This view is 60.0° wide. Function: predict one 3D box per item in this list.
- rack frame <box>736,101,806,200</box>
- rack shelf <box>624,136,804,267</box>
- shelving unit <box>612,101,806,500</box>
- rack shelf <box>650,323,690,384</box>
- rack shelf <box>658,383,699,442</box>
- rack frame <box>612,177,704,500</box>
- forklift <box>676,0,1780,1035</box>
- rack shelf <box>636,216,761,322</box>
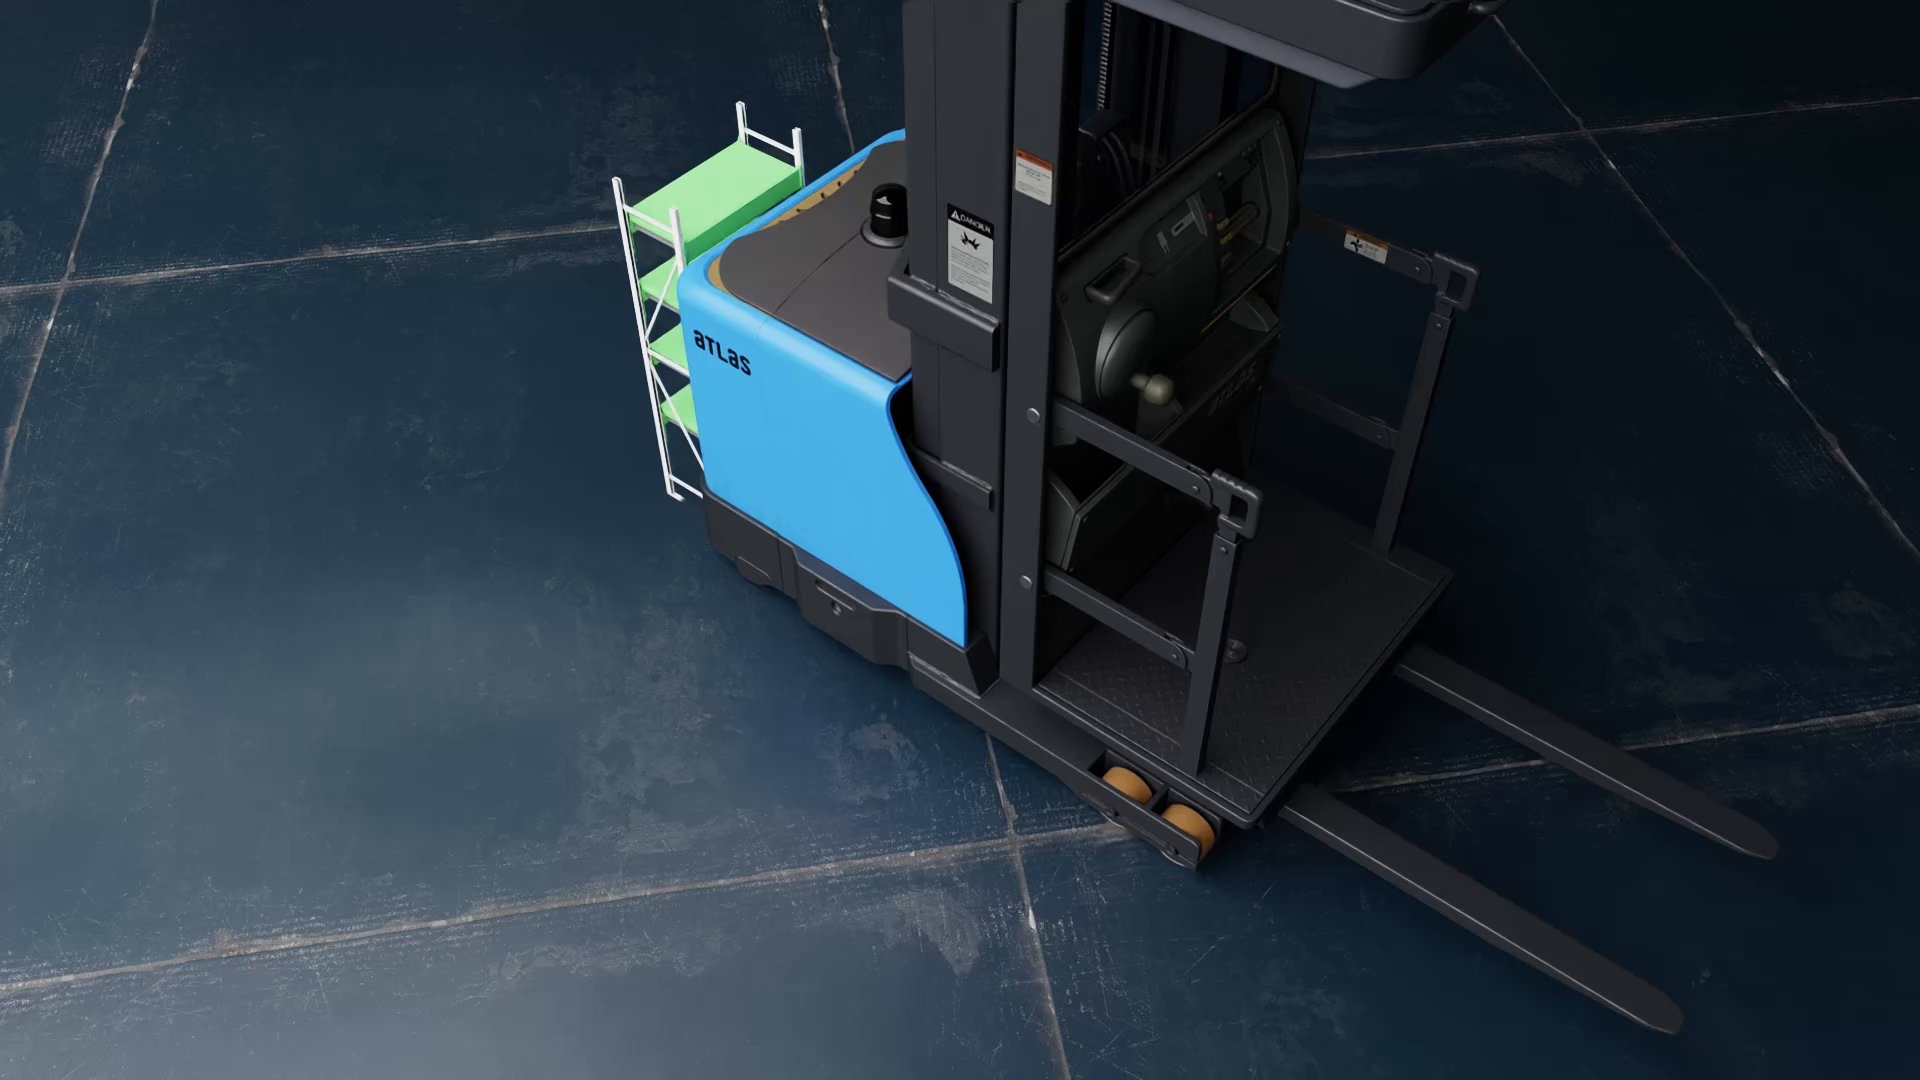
[{"bbox_3d":[-0.548,-0.794,5.182,0.240,1.200,0.015,30,53,25],"label":"rack frame"},{"bbox_3d":[-0.699,-0.945,4.749,0.258,0.148,0.480,30,53,25],"label":"rack shelf"},{"bbox_3d":[-0.699,-0.656,5.049,0.258,1.200,0.503,30,53,25],"label":"shelving unit"},{"bbox_3d":[-0.699,-0.612,5.095,0.258,0.148,0.480,30,53,25],"label":"rack shelf"},{"bbox_3d":[-0.699,-0.445,5.268,0.258,0.148,0.480,30,53,25],"label":"rack shelf"},{"bbox_3d":[-0.850,-0.518,4.916,0.240,1.200,0.015,30,53,25],"label":"rack frame"},{"bbox_3d":[0.684,-0.589,3.782,3.031,2.935,1.130,30,53,26],"label":"forklift"},{"bbox_3d":[-0.699,-0.778,4.922,0.258,0.148,0.480,30,53,25],"label":"rack shelf"}]
